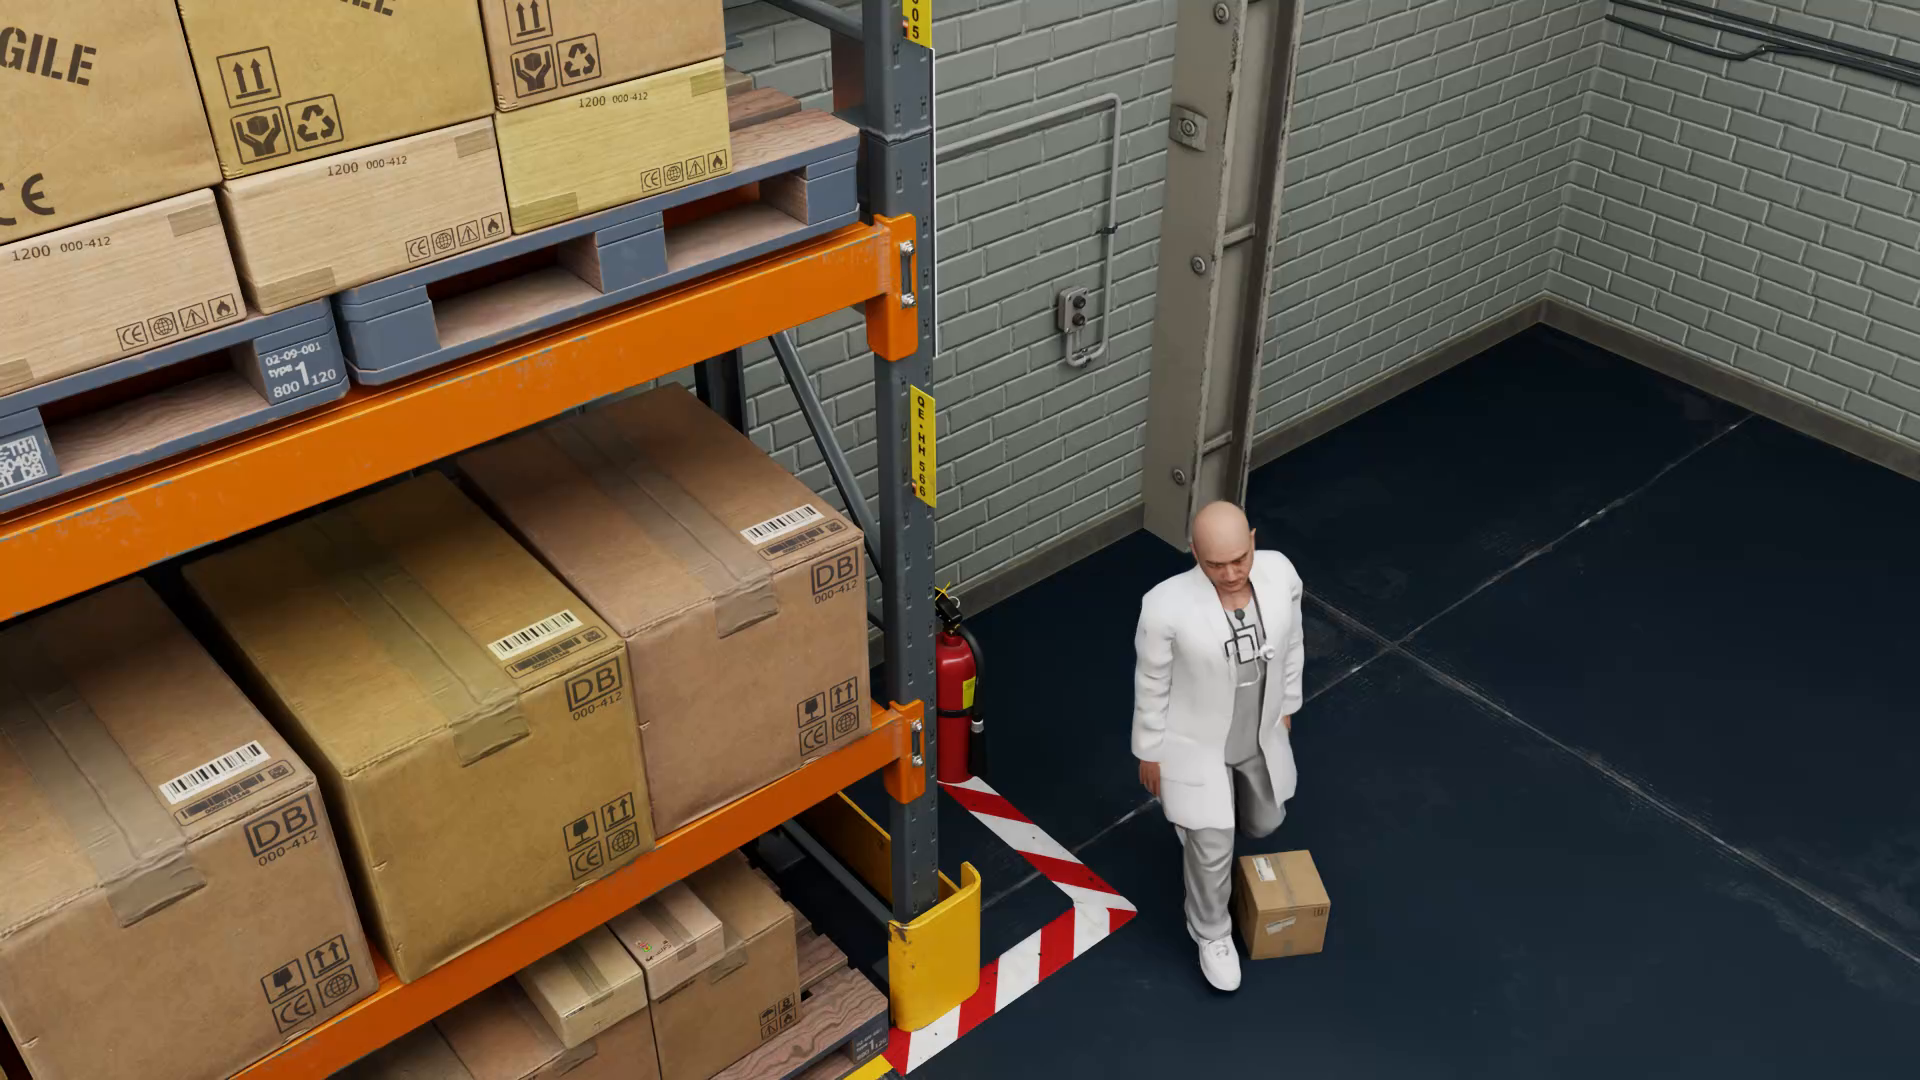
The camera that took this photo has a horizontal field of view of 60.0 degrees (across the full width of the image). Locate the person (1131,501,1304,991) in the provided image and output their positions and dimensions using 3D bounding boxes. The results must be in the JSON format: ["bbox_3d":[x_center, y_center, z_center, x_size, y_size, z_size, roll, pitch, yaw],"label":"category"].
[{"bbox_3d":[0.811,0.585,5.323,0.596,1.754,0.778,-14,38,-18],"label":"person"}]
